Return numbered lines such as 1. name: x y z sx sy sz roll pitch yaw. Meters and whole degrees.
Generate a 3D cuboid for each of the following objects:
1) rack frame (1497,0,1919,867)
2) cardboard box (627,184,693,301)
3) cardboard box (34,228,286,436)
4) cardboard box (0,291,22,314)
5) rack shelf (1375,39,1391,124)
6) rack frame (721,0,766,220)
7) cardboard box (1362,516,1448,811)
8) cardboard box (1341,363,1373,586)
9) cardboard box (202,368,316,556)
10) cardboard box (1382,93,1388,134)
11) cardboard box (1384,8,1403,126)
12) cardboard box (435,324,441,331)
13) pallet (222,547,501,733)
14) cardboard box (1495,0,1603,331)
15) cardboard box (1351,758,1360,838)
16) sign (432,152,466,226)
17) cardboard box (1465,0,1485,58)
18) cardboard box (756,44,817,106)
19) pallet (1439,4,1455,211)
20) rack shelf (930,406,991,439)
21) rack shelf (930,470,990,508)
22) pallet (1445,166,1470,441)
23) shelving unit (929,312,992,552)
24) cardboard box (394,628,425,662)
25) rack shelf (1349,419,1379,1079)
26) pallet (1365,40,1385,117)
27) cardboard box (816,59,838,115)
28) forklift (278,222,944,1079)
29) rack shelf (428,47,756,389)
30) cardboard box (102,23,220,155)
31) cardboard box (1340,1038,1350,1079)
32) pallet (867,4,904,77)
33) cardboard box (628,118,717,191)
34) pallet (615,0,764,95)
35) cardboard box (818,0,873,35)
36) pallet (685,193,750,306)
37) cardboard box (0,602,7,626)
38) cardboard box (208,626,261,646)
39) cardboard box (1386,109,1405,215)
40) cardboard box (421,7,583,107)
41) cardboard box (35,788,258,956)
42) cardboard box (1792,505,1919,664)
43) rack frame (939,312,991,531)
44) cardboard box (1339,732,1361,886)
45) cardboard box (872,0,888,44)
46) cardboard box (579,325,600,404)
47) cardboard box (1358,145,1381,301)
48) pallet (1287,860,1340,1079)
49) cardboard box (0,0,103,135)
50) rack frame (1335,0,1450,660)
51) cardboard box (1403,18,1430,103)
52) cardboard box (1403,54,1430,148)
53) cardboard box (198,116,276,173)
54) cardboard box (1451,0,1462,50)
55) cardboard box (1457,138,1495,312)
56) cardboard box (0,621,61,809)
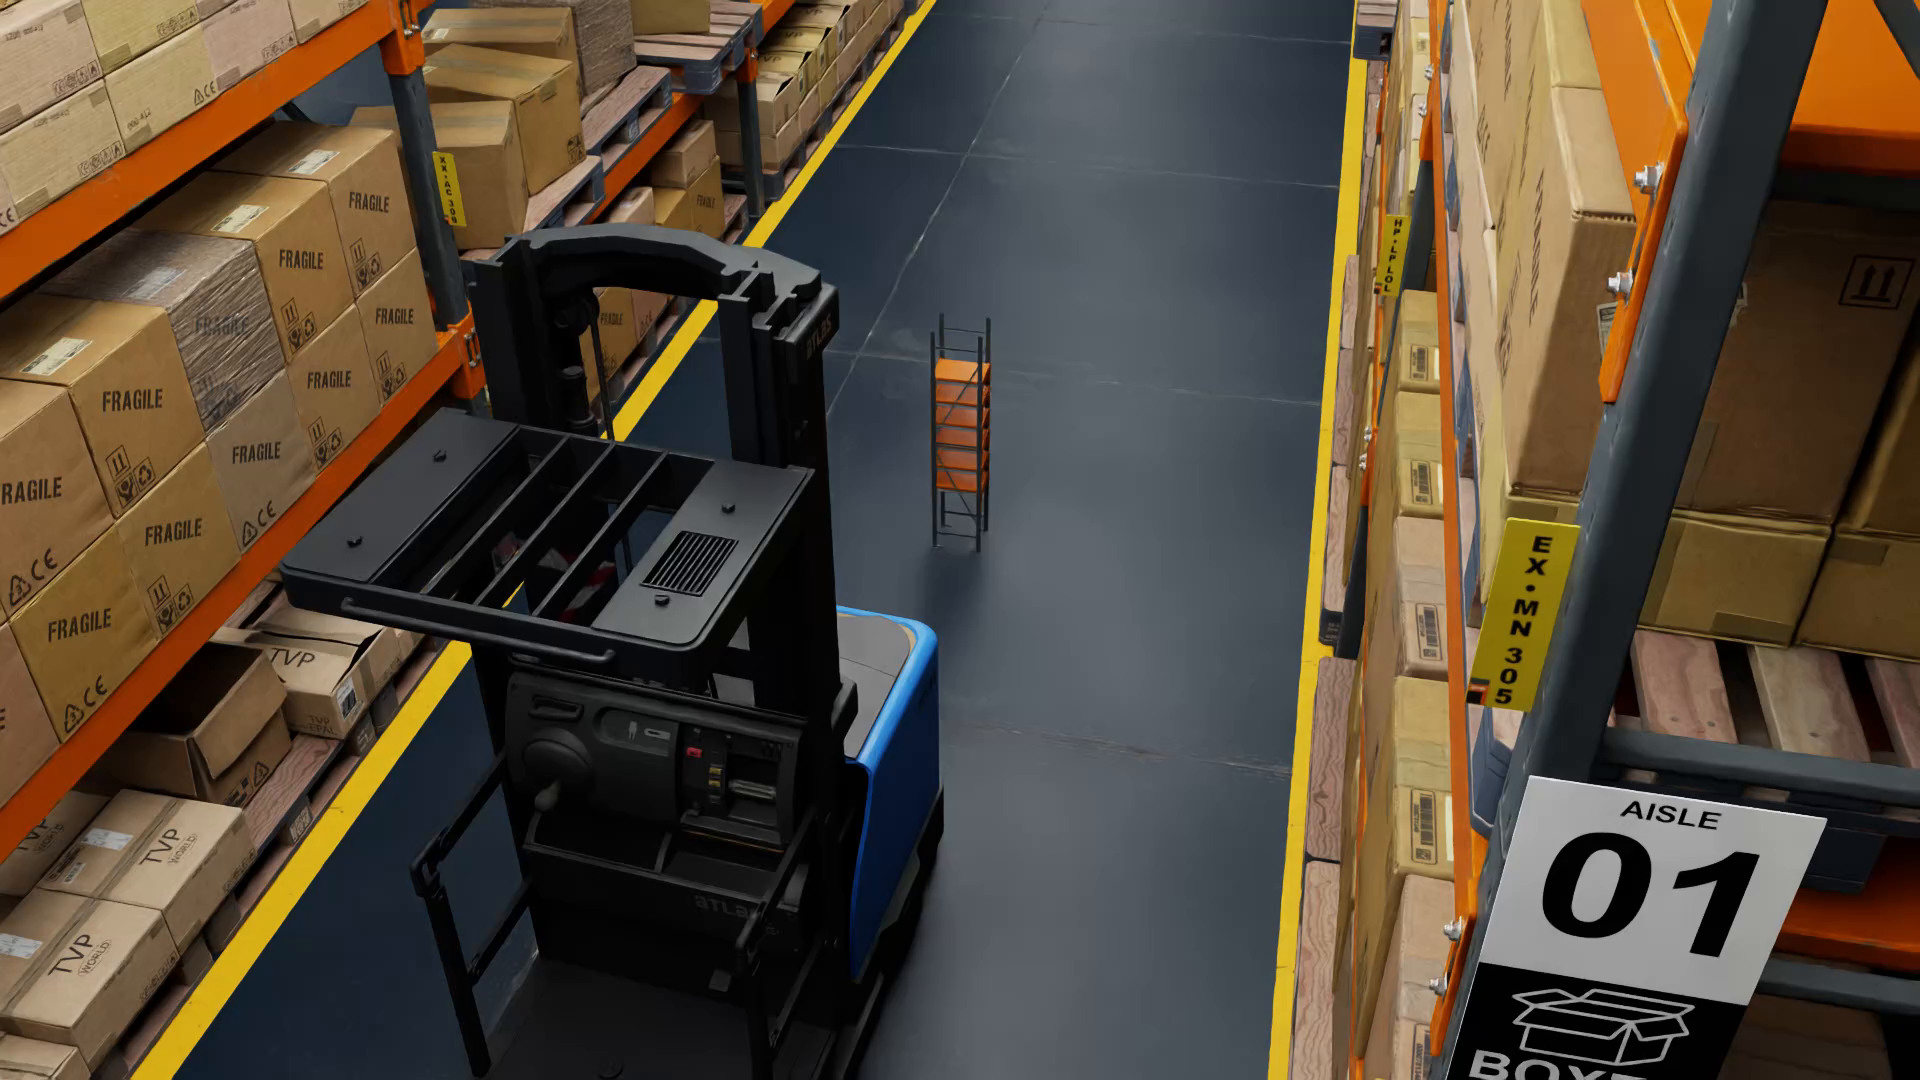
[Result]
1. rack frame: 1.305 -0.703 1.552 1.000 3.000 0.127 7 37 10
2. cardboard box: -1.908 -1.783 9.909 0.500 0.500 0.500 6 36 8
3. cardboard box: -2.750 -0.726 5.758 0.500 0.500 0.500 8 37 10
4. cardboard box: -3.386 -0.510 5.460 0.500 0.500 0.500 8 37 11
5. rack shelf: 3.441 -3.716 11.434 1.077 0.370 4.000 7 37 10
6. rack frame: -1.826 -3.479 10.494 1.000 3.000 0.127 7 37 10
7. cardboard box: 1.721 0.456 4.809 0.980 0.700 0.700 6 36 8
8. cardboard box: 2.171 -0.256 7.521 0.750 0.750 0.750 8 37 11
9. cardboard box: -2.753 -0.317 6.046 0.500 0.500 0.500 8 37 11
10. cardboard box: 2.516 -2.322 9.095 0.380 0.149 0.250 8 37 11
11. cardboard box: 2.539 -2.484 8.766 0.500 0.500 0.500 8 37 12
12. cardboard box: -2.741 -0.953 8.764 0.500 0.500 0.500 7 37 10
13. pallet: -2.828 0.337 7.606 1.003 0.211 1.213 7 37 10
14. cardboard box: 1.312 -0.681 3.124 0.500 0.500 0.500 8 37 11
15. cardboard box: 1.537 0.901 5.670 0.380 0.149 0.250 6 36 9
16. sign: -2.149 -1.473 6.989 0.100 0.325 0.005 7 37 10
17. cardboard box: 1.630 -1.566 4.345 0.500 0.500 0.500 7 36 9
18. cardboard box: -1.324 -3.329 11.794 0.500 0.311 0.500 6 36 9
19. pallet: 1.975 -1.278 4.977 1.003 0.211 1.213 7 37 10
20. rack shelf: 0.003 -0.555 7.865 0.258 0.103 0.180 7 37 10
21. rack shelf: 0.003 -0.264 8.076 0.258 0.103 0.180 7 37 10
22. pallet: 1.712 -0.581 4.015 1.003 0.211 1.213 7 37 10
23. shelving unit: 0.003 -0.494 7.909 0.258 1.200 0.189 7 37 10
24. cardboard box: -2.547 0.375 7.231 0.380 0.149 0.250 7 37 10
25. rack shelf: 1.732 0.871 5.106 1.077 0.370 4.000 7 37 10
26. pallet: 3.703 -3.578 13.007 1.003 0.211 1.213 7 37 10
27. cardboard box: -1.216 -3.386 12.352 0.500 0.250 0.500 6 36 9
28. forklift: -0.974 0.731 4.744 1.130 2.935 3.031 10 37 13
29. rack shelf: -2.253 -2.041 9.123 1.077 0.370 4.000 7 37 10
30. cardboard box: -2.740 -1.455 5.273 0.500 0.250 0.500 7 37 10
31. cardboard box: 1.464 1.867 4.890 0.700 0.500 0.500 7 37 10
32. pallet: -1.091 -4.216 13.887 1.003 0.211 1.213 7 37 10
33. cardboard box: -1.805 -2.350 10.053 0.500 0.250 0.500 9 37 12
34. pallet: -1.902 -3.004 10.002 1.213 0.211 1.003 7 37 10
35. cardboard box: -0.992 -4.203 13.001 0.500 0.311 0.500 7 37 10
36. pallet: -2.023 -1.927 10.729 1.003 0.211 1.213 7 37 10
37. cardboard box: -3.078 0.140 4.564 0.500 0.500 0.500 8 37 10
38. cardboard box: -3.157 0.494 7.052 0.380 0.166 0.250 7 37 10
39. cardboard box: 2.227 -1.613 7.564 0.500 0.500 0.500 7 37 10
40. cardboard box: -2.364 -2.417 8.586 0.700 0.500 0.500 -1 36 -2
41. cardboard box: -2.928 1.193 6.016 0.500 0.250 0.500 7 37 10
42. cardboard box: 1.701 -0.026 2.859 0.500 0.250 0.500 9 37 12
43. rack frame: 0.023 -0.547 7.982 0.240 1.200 0.006 7 37 10
44. cardboard box: 1.789 0.978 6.116 0.700 0.500 0.500 7 37 9
45. cardboard box: -0.887 -4.265 13.564 0.500 0.250 0.500 7 36 9
46. cardboard box: -2.236 -0.906 8.699 0.500 0.500 0.500 8 37 11
47. cardboard box: 2.729 -1.755 9.589 0.750 0.750 0.750 7 36 9
48. pallet: 1.662 1.690 5.739 1.003 0.211 1.213 7 37 10
49. cardboard box: -2.846 -1.370 4.730 0.500 0.250 0.500 7 37 10
50. rack frame: 2.160 -0.567 6.477 1.000 3.000 0.127 7 37 10
51. cardboard box: 2.345 -2.216 7.757 0.500 0.250 0.500 7 36 9
52. cardboard box: 2.237 -1.924 7.354 0.500 0.250 0.500 8 37 11
53. cardboard box: -3.056 -1.396 6.684 0.500 0.500 0.500 8 37 11
54. cardboard box: 1.754 -1.568 4.987 0.500 0.250 0.500 7 37 10
55. cardboard box: 1.419 -0.689 3.773 0.500 0.250 0.500 6 36 9
56. cardboard box: -3.078 0.549 4.851 0.500 0.500 0.500 7 37 10
